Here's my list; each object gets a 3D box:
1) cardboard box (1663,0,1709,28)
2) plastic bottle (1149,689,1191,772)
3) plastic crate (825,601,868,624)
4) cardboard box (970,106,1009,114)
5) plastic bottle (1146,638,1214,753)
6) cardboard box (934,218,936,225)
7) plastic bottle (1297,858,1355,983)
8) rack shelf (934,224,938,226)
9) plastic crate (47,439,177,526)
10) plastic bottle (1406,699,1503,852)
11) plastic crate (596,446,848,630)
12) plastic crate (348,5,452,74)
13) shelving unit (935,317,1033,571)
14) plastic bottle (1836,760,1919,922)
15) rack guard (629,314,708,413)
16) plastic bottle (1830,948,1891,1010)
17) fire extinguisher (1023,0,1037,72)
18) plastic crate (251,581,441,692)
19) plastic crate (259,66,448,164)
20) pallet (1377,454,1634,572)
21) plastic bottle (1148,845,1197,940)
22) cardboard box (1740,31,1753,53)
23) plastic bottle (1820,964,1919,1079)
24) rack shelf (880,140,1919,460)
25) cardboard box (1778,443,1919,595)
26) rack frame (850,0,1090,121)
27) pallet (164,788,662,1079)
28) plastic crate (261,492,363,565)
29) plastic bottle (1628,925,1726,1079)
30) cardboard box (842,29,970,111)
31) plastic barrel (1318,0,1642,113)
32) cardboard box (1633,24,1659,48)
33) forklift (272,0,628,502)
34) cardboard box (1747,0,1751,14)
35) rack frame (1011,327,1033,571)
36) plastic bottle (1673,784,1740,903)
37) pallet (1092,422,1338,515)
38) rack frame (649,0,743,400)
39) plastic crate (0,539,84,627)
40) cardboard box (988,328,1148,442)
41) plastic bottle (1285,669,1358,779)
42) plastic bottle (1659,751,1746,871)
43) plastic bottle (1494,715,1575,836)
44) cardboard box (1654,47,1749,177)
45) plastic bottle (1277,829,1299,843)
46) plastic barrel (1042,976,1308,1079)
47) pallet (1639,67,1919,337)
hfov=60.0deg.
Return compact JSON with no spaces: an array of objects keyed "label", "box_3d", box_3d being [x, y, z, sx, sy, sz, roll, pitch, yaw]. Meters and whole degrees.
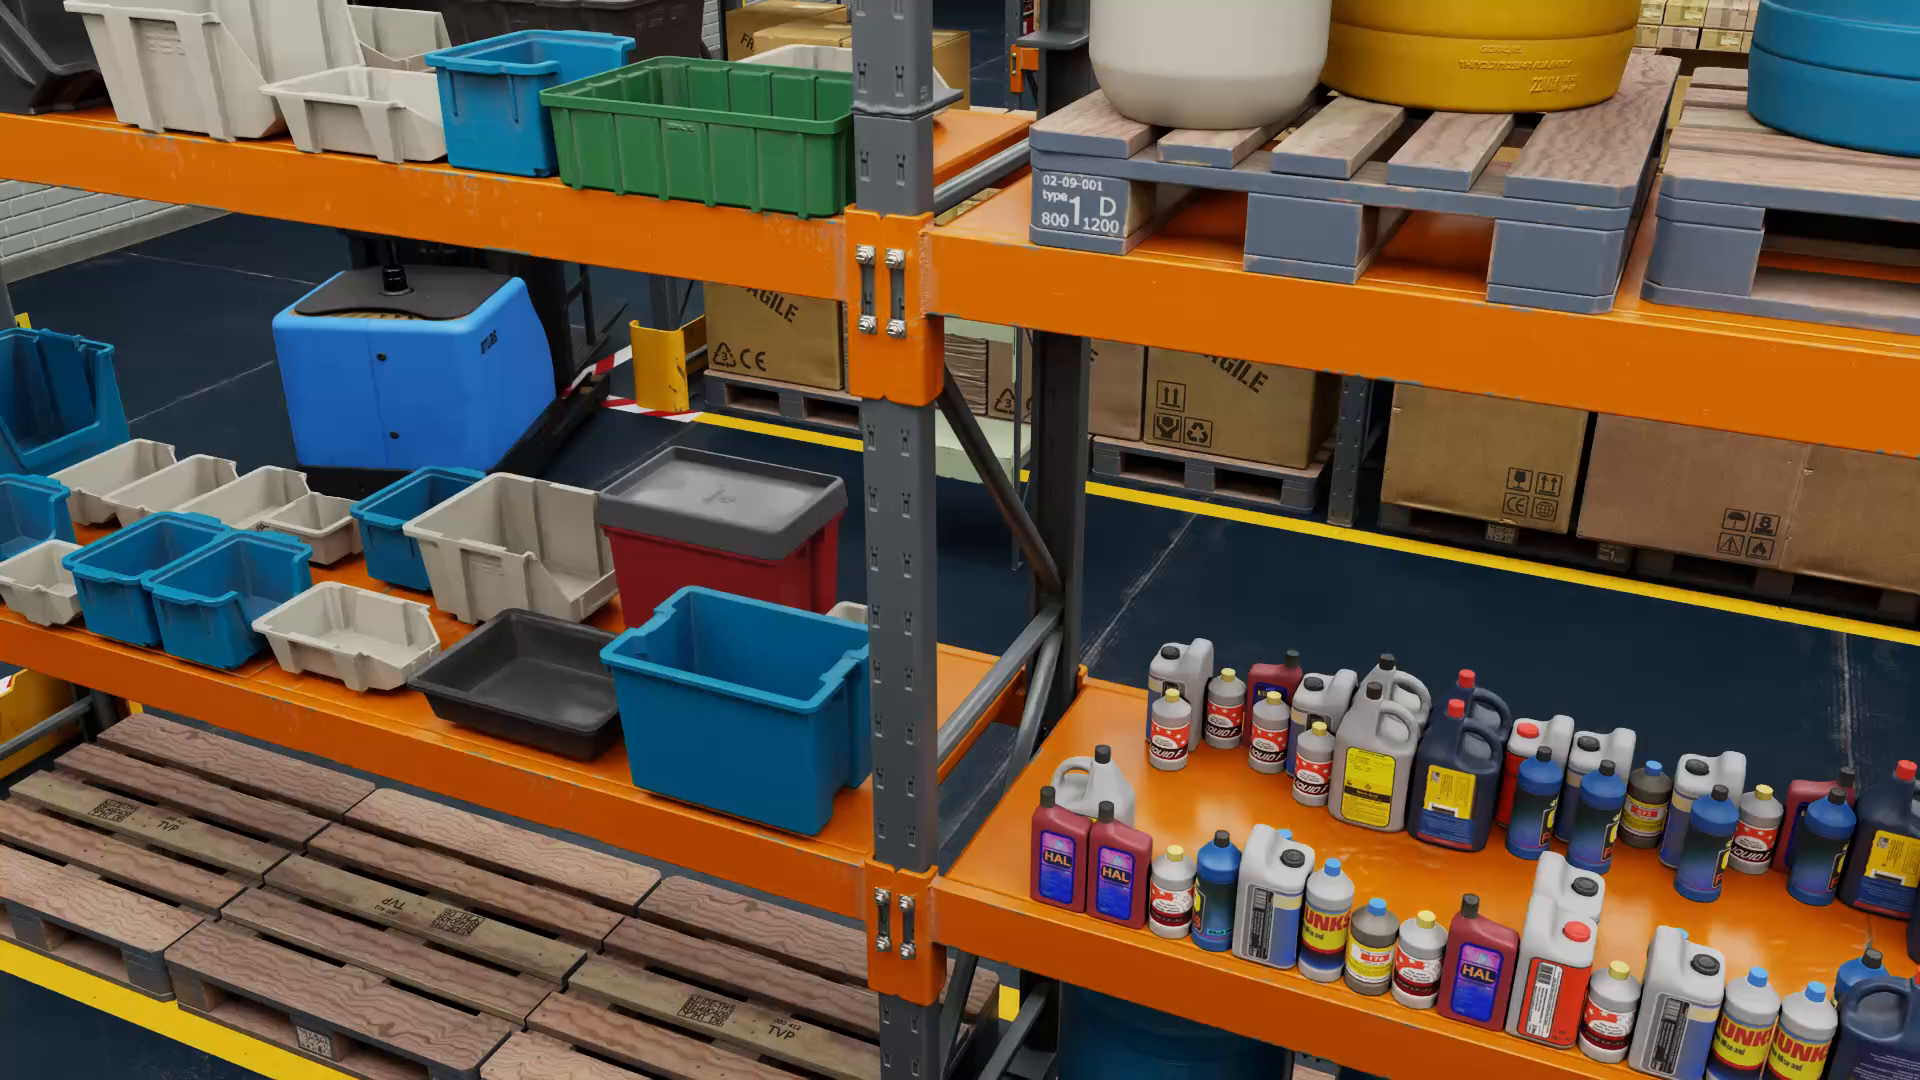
[{"label":"cardboard box","box_3d":[4.917,-3.577,11.254,0.250,0.149,0.380,12,29,22]},{"label":"plastic bottle","box_3d":[0.523,0.465,4.135,0.097,0.201,0.097,0,26,0]},{"label":"plastic crate","box_3d":[-0.300,0.329,4.417,0.243,0.136,0.396,11,28,22]},{"label":"cardboard box","box_3d":[-0.050,-2.241,9.239,0.500,0.250,0.500,10,28,20]},{"label":"plastic bottle","box_3d":[0.558,0.378,4.227,0.135,0.276,0.152,11,28,22]},{"label":"cardboard box","box_3d":[-0.168,-1.798,8.791,0.250,0.149,0.380,11,28,21]},{"label":"plastic bottle","box_3d":[0.756,0.775,3.426,0.097,0.271,0.097,0,26,0]},{"label":"rack shelf","box_3d":[0.295,-1.654,9.029,4.000,0.370,1.077,11,28,22]},{"label":"plastic crate","box_3d":[-2.759,-0.184,5.458,0.243,0.136,0.396,11,28,22]},{"label":"plastic bottle","box_3d":[1.146,0.530,3.833,0.185,0.351,0.144,11,28,22]},{"label":"plastic crate","box_3d":[-0.644,0.060,4.591,0.583,0.464,0.402,11,28,22]},{"label":"plastic crate","box_3d":[-1.593,-1.301,4.399,0.530,0.136,0.437,11,28,22]},{"label":"shelving unit","box_3d":[0.006,-0.672,7.916,0.755,1.500,0.431,11,28,22]},{"label":"plastic bottle","box_3d":[2.040,0.640,3.610,0.185,0.351,0.144,11,28,22]},{"label":"rack guard","box_3d":[-1.548,-1.226,10.174,0.348,0.500,1.175,11,28,22]},{"label":"plastic bottle","box_3d":[1.714,0.897,3.178,0.097,0.271,0.097,0,26,0]},{"label":"fire extinguisher","box_3d":[0.581,-4.348,14.196,0.183,0.674,0.296,11,28,22]},{"label":"plastic crate","box_3d":[-1.645,0.274,4.528,0.466,0.136,0.293,11,28,22]},{"label":"plastic crate","box_3d":[-1.250,-0.927,3.639,0.466,0.136,0.293,11,28,22]},{"label":"pallet","box_3d":[2.849,-0.250,8.518,1.213,0.211,1.003,11,28,22]},{"label":"plastic bottle","box_3d":[0.456,0.746,3.564,0.097,0.201,0.097,0,26,0]},{"label":"cardboard box","box_3d":[5.384,-3.350,11.131,0.250,0.149,0.380,13,29,24]},{"label":"plastic bottle","box_3d":[1.704,0.918,3.045,0.185,0.351,0.144,11,28,22]},{"label":"rack shelf","box_3d":[1.886,-0.277,2.836,4.000,0.370,1.077,11,28,22]},{"label":"cardboard box","box_3d":[4.329,-0.416,7.629,0.875,0.875,1.225,11,28,22]},{"label":"rack frame","box_3d":[0.065,-2.311,2.757,0.127,3.000,1.000,11,28,22]},{"label":"pallet","box_3d":[-1.735,1.290,5.391,1.213,0.211,1.003,11,28,22]},{"label":"plastic crate","box_3d":[-1.960,-0.037,5.160,0.250,0.136,0.298,11,28,22]},{"label":"plastic bottle","box_3d":[1.383,0.885,3.197,0.135,0.276,0.152,11,28,22]},{"label":"cardboard box","box_3d":[-0.272,-2.365,8.643,0.500,0.500,0.500,11,28,20]},{"label":"plastic barrel","box_3d":[0.980,-1.153,3.112,0.600,0.588,0.600,0,26,0]},{"label":"cardboard box","box_3d":[4.665,-3.493,11.421,0.250,0.149,0.380,11,28,21]},{"label":"forklift","box_3d":[-2.682,-2.047,9.090,1.130,2.935,3.031,3,26,5]},{"label":"cardboard box","box_3d":[5.425,-3.790,11.688,0.250,0.149,0.380,11,28,22]},{"label":"rack frame","box_3d":[0.339,-0.605,7.780,0.023,1.500,0.400,11,28,22]},{"label":"plastic bottle","box_3d":[1.648,0.659,3.660,0.097,0.271,0.097,0,26,0]},{"label":"pallet","box_3d":[1.455,-0.531,9.089,1.213,0.211,1.003,11,28,22]},{"label":"rack frame","box_3d":[-1.526,-2.343,9.613,0.127,3.000,1.000,11,28,22]},{"label":"plastic crate","box_3d":[-2.613,0.134,4.813,0.298,0.136,0.250,11,28,22]},{"label":"cardboard box","box_3d":[0.728,-1.164,9.148,0.875,0.875,0.875,11,28,22]},{"label":"plastic bottle","box_3d":[0.890,0.445,4.092,0.135,0.276,0.152,11,28,22]},{"label":"plastic bottle","box_3d":[1.683,0.604,3.768,0.135,0.276,0.152,11,28,22]},{"label":"plastic bottle","box_3d":[1.349,0.537,3.904,0.135,0.276,0.152,11,28,22]},{"label":"cardboard box","box_3d":[3.320,-1.863,7.389,0.637,0.503,0.797,12,29,22]},{"label":"plastic bottle","box_3d":[0.696,0.720,3.616,0.097,0.201,0.097,0,26,0]},{"label":"plastic barrel","box_3d":[0.553,1.239,4.237,0.708,0.901,0.600,11,28,22]},{"label":"pallet","box_3d":[1.853,-0.571,2.831,1.213,0.211,1.003,11,28,22]}]
